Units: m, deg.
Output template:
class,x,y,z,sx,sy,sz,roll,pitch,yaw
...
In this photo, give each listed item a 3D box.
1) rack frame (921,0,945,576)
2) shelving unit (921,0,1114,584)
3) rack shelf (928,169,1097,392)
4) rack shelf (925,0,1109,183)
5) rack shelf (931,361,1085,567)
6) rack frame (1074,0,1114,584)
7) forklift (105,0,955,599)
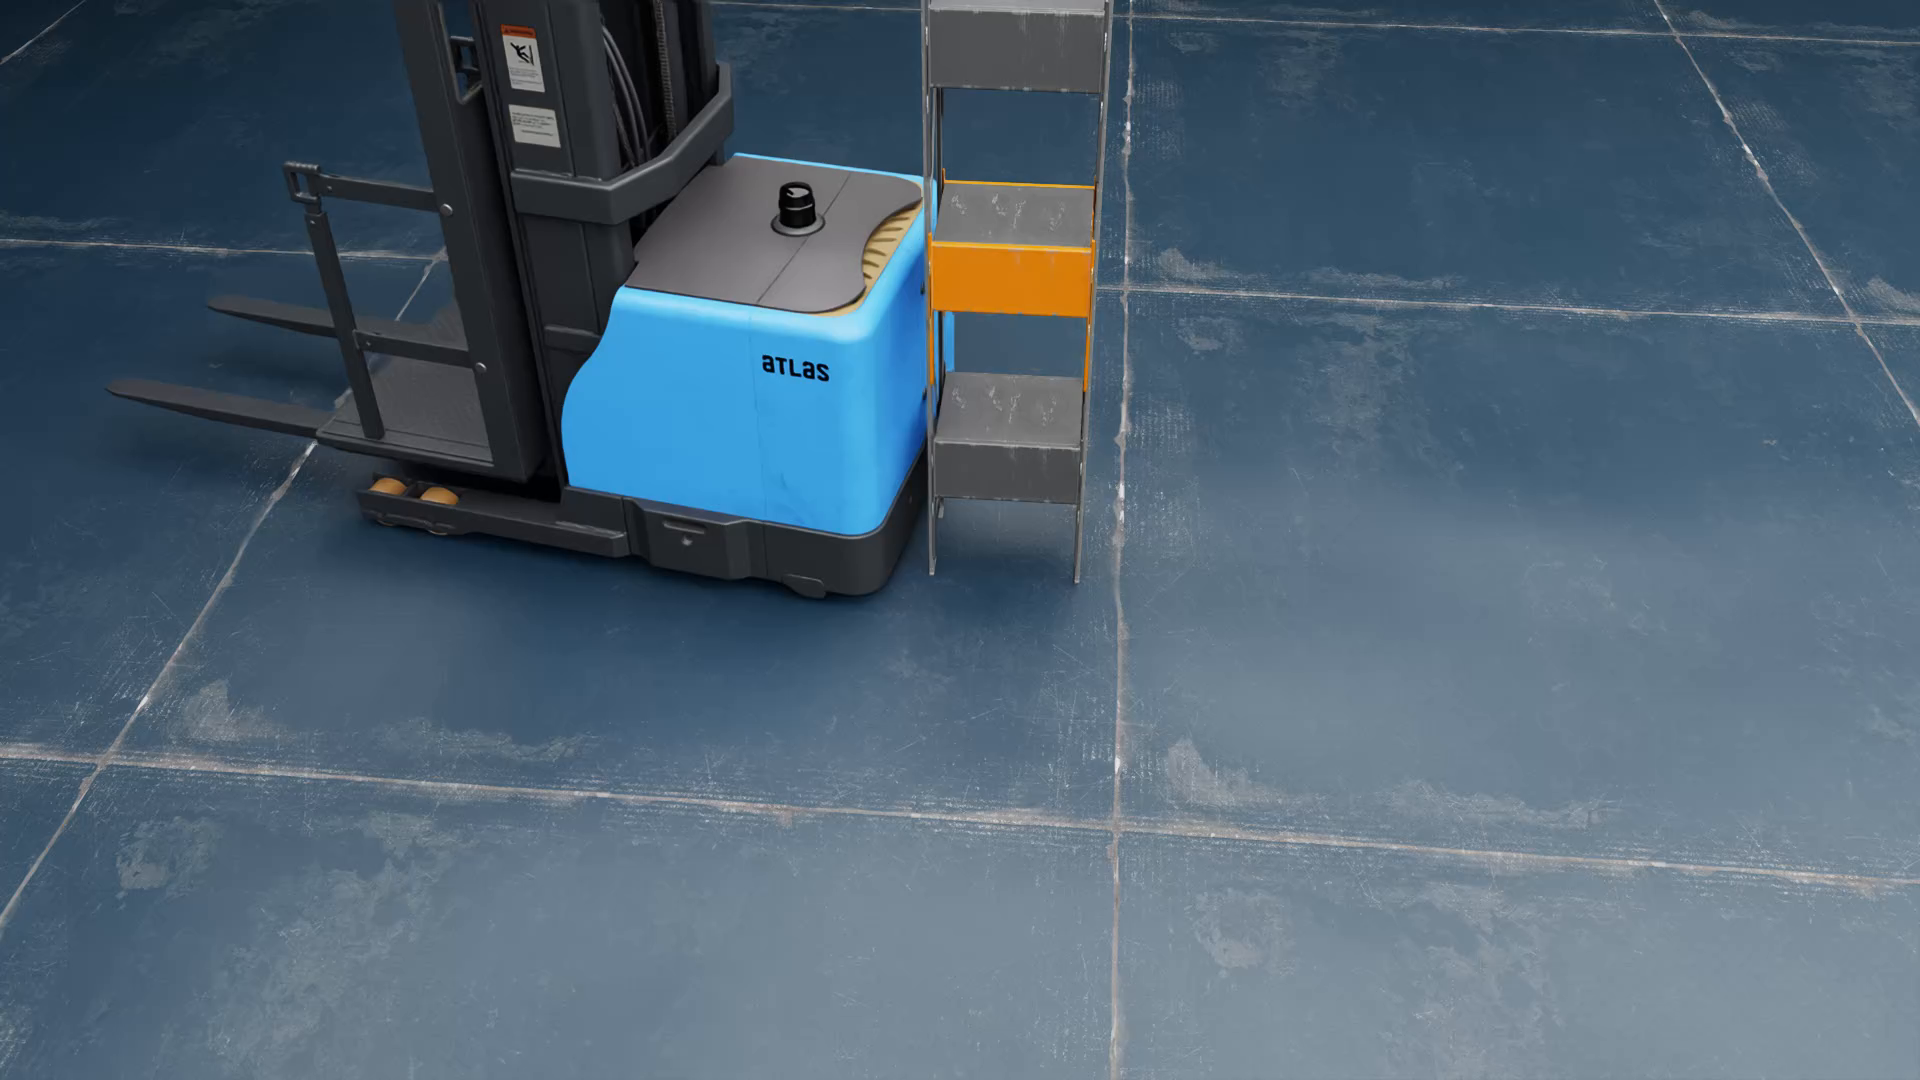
class,x,y,z,sx,sy,sz,roll,pitch,yaw
rack frame,-0.078,-0.819,5.092,0.015,2.100,0.400,3,39,4
shelving unit,0.165,-0.805,5.076,0.503,2.100,0.431,3,39,4
rack shelf,0.165,-0.795,5.085,0.480,0.518,0.431,3,39,4
rack shelf,0.165,-1.338,4.643,0.480,0.518,0.431,3,39,4
rack shelf,0.165,-0.252,5.527,0.480,0.518,0.431,3,39,4
rack frame,0.408,-0.792,5.060,0.015,2.100,0.400,3,39,4
forklift,-1.583,-1.462,5.225,3.031,2.935,1.130,10,40,12
